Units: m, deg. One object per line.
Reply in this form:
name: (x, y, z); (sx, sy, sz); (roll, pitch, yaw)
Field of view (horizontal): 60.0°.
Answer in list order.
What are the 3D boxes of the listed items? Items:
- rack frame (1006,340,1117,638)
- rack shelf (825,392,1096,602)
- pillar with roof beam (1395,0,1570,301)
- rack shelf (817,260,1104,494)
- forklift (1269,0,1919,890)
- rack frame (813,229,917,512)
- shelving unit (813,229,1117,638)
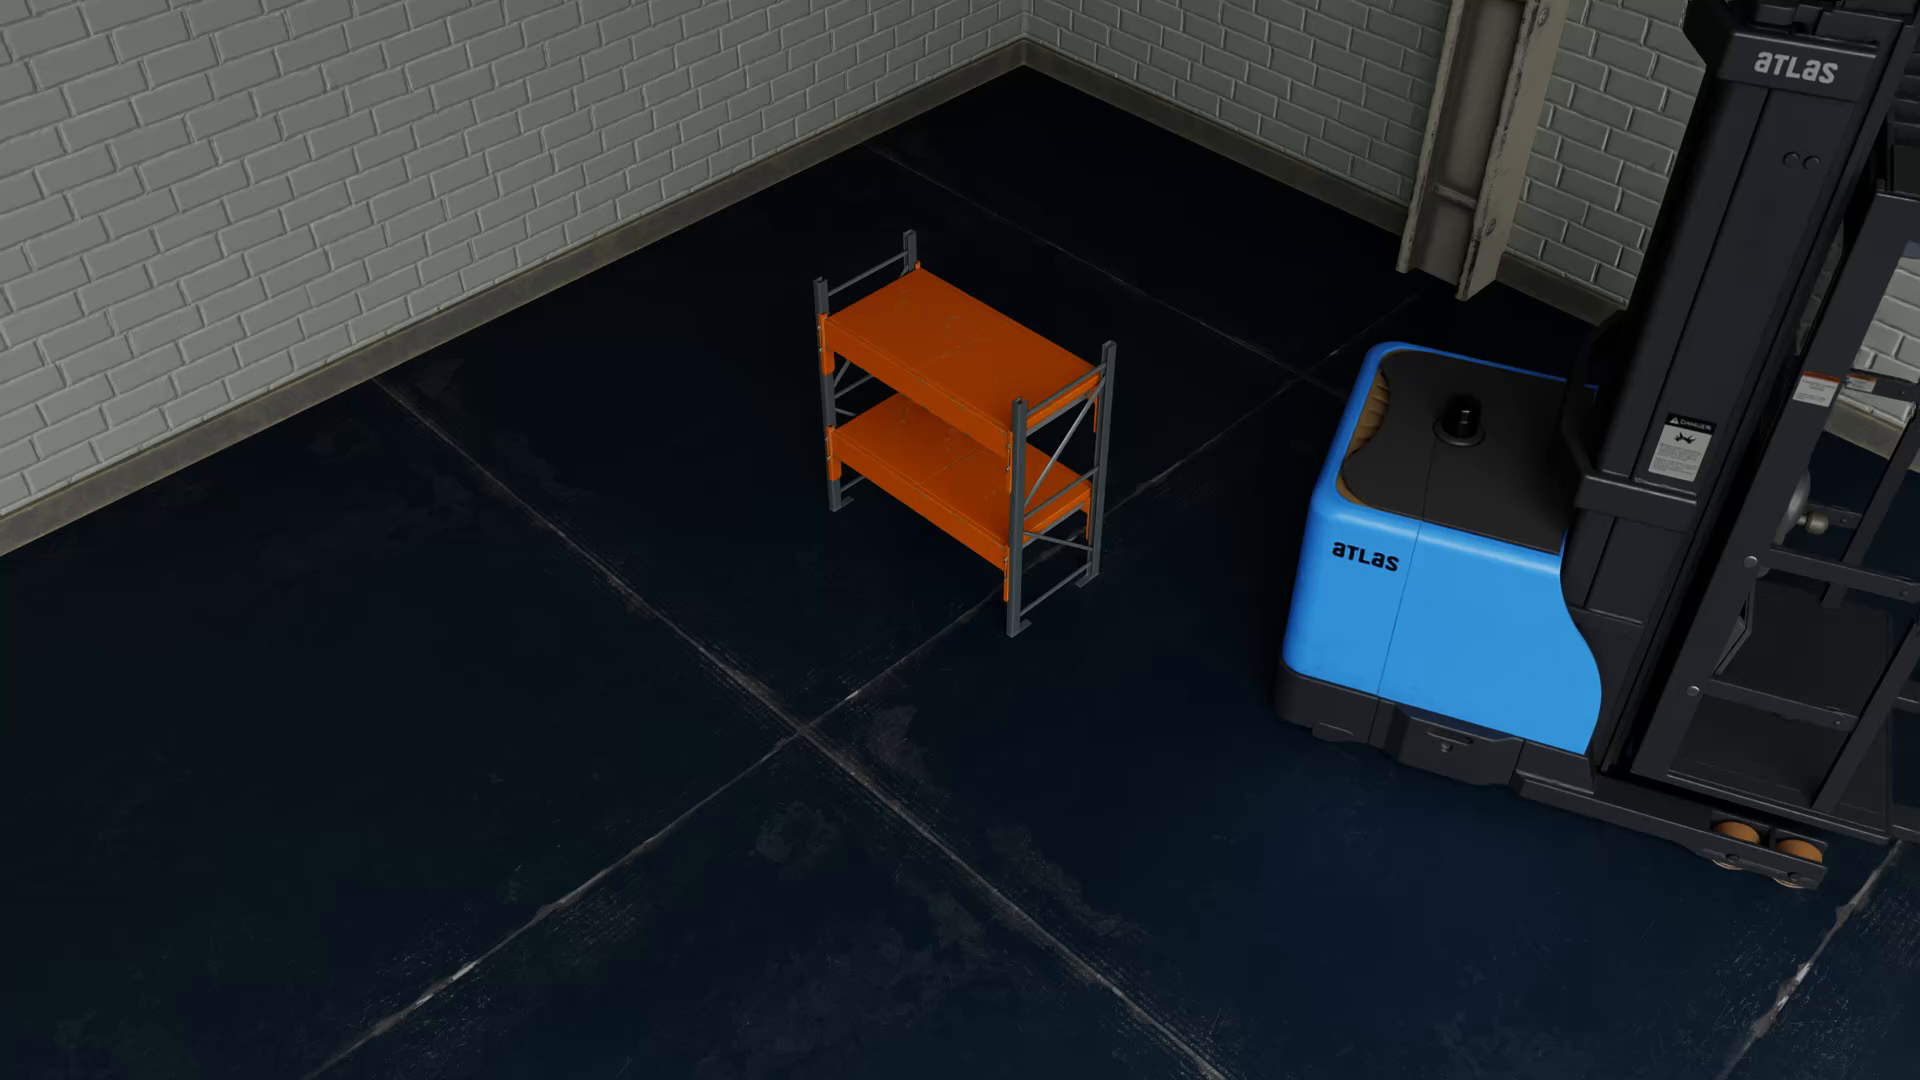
rack frame: (0.364, -0.166, 6.100); (0.500, 1.125, 0.032); (-34, 53, -31)
rack shelf: (0.005, -0.230, 6.531); (0.538, 0.278, 1.000); (-34, 53, -31)
pillar with roof beam: (-0.658, -2.555, 2.884); (9.100, 9.000, 0.400); (-34, 53, -31)
rack shelf: (0.005, -0.625, 6.166); (0.538, 0.278, 1.000); (-34, 53, -31)
forklift: (2.685, -0.338, 4.956); (3.031, 2.935, 1.130); (16, 45, 16)
rack frame: (-0.354, -0.654, 6.629); (0.500, 1.125, 0.032); (-34, 53, -31)
shelving unit: (0.005, -0.410, 6.365); (0.538, 1.125, 1.048); (-34, 53, -31)
